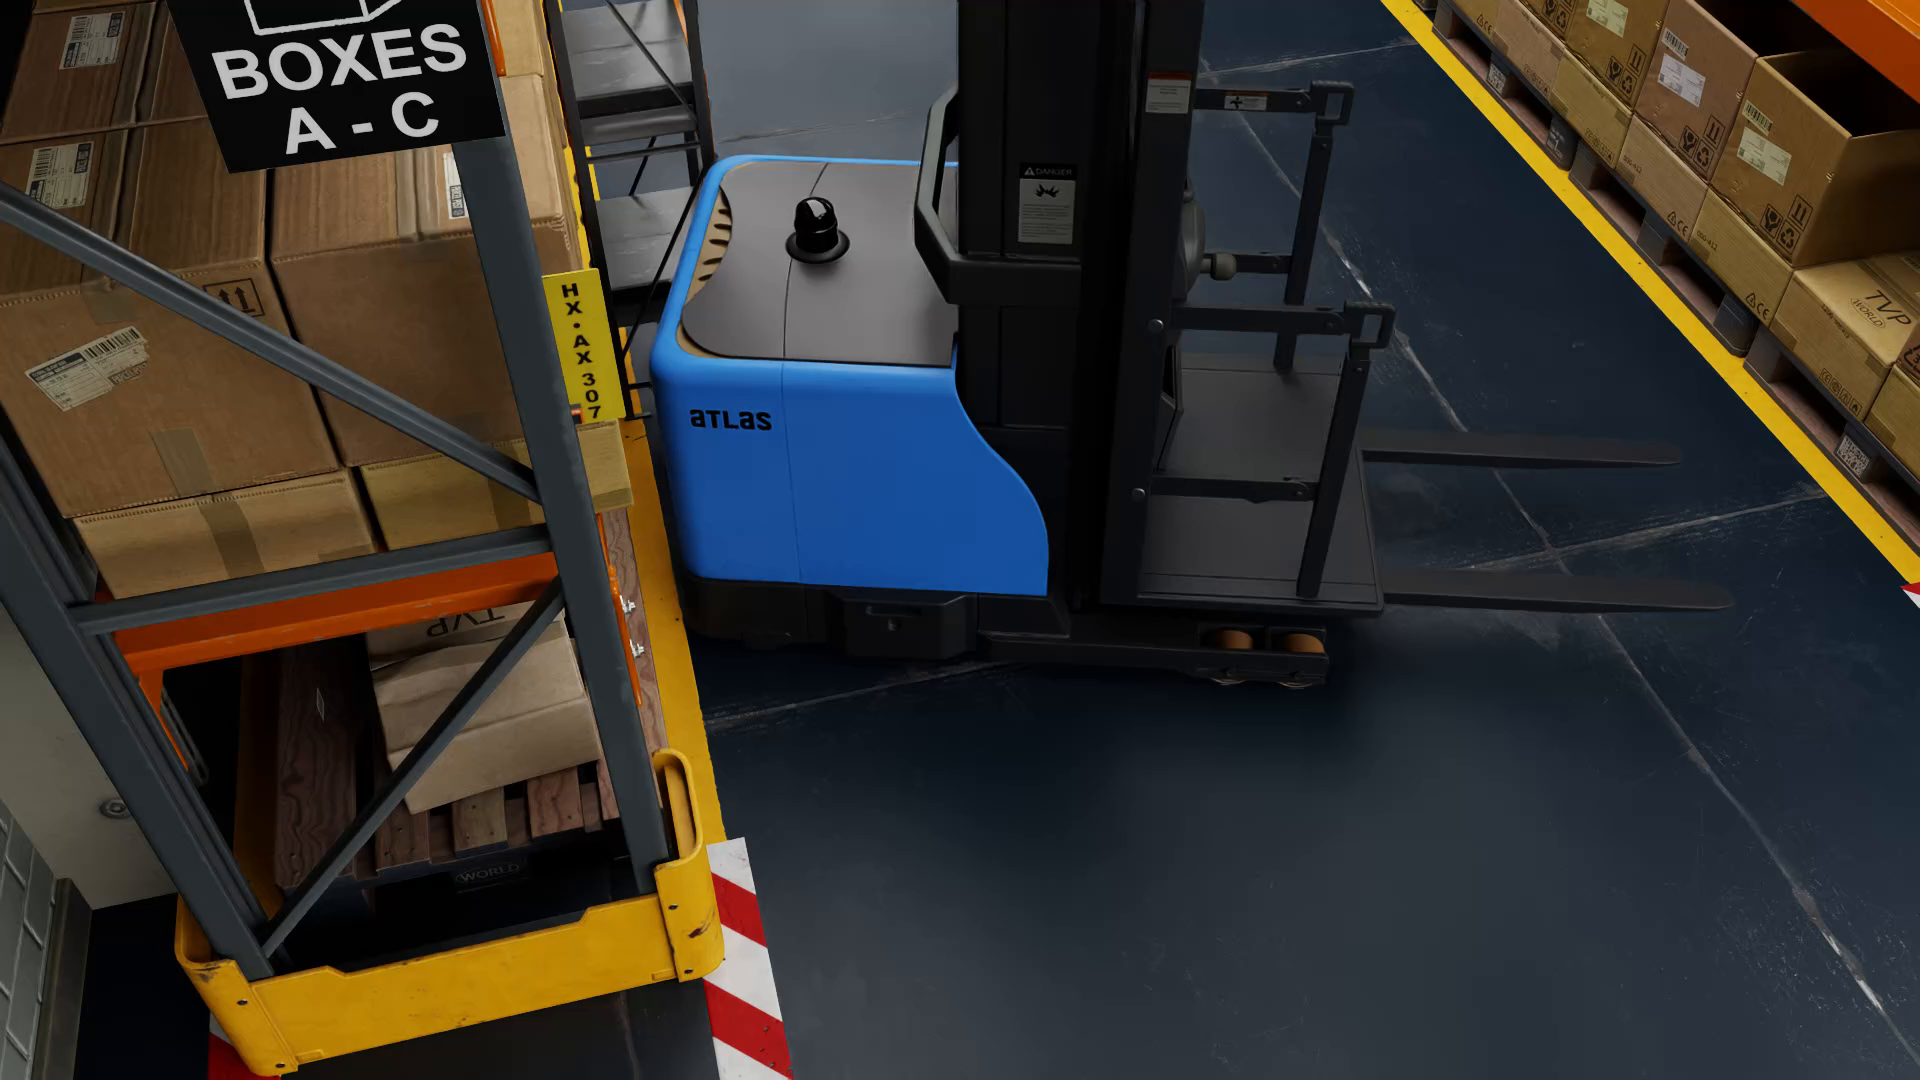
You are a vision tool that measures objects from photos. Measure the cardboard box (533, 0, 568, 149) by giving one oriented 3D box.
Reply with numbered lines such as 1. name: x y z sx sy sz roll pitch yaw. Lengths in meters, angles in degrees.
1. cardboard box: -1.247 -1.228 3.919 0.500 0.500 0.500 -12 47 -12

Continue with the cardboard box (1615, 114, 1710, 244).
1. cardboard box: 2.796 -1.368 6.121 0.500 0.250 0.500 -11 47 -10

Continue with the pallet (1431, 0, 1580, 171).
1. pallet: 2.754 -2.062 7.123 1.003 0.211 1.213 -11 47 -10

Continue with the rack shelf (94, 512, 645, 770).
1. rack shelf: -1.685 -1.054 4.687 1.077 0.370 4.000 -11 47 -10

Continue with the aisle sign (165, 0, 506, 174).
1. aisle sign: -0.864 -0.840 2.153 0.394 0.787 0.004 -11 47 -10

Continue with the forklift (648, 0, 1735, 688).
1. forklift: 0.729 -0.993 4.171 3.031 2.935 1.130 3 46 3

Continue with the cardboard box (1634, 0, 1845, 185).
1. cardboard box: 2.793 -1.630 5.853 0.500 0.500 0.500 -11 47 -10

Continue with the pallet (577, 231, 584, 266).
1. pallet: -1.991 -1.254 6.331 1.003 0.211 1.213 -11 47 -10

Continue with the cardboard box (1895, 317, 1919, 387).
1. cardboard box: 3.190 -0.596 4.840 0.500 0.500 0.500 -11 47 -10

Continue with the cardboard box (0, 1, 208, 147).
1. cardboard box: -1.618 -0.778 3.478 0.500 0.500 0.500 -10 46 -10

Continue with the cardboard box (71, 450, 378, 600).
1. cardboard box: -1.480 -0.167 3.404 0.500 0.250 0.500 -10 46 -10

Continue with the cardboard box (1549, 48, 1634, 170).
1. cardboard box: 2.663 -1.712 6.459 0.500 0.250 0.500 -11 47 -10

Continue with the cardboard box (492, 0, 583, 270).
1. cardboard box: -1.121 -0.870 3.568 0.500 0.500 0.500 -11 47 -10

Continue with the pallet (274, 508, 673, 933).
1. pallet: -1.366 0.431 4.680 1.003 0.211 1.213 -11 47 -10

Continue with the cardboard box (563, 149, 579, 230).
1. cardboard box: -1.262 -0.983 4.205 0.500 0.250 0.500 -11 47 -11

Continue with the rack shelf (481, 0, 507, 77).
1. rack shelf: -1.685 -2.104 3.615 1.077 0.370 4.000 -11 47 -10

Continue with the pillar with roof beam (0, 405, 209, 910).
1. pillar with roof beam: 1.973 -3.137 2.024 9.100 9.000 0.400 -11 47 -10

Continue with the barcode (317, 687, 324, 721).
1. barcode: -1.654 0.425 4.301 0.001 0.075 0.075 -11 47 -10

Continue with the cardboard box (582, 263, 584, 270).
1. cardboard box: -1.137 -0.631 3.859 0.500 0.250 0.500 -12 47 -12

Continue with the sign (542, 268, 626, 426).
1. sign: -0.648 -0.328 2.865 0.100 0.325 0.005 -11 47 -10

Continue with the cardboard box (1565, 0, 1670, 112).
1. cardboard box: 2.663 -1.974 6.191 0.500 0.500 0.500 -11 47 -10

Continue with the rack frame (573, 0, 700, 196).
1. rack frame: -1.061 -1.492 5.203 0.400 2.100 0.015 -11 50 -11

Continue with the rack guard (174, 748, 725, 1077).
1. rack guard: -1.192 0.897 4.021 1.175 0.500 0.348 -11 47 -10

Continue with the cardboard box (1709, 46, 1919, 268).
1. cardboard box: 2.920 -1.284 5.514 0.500 0.500 0.500 -11 47 -10

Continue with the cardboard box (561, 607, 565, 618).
1. cardboard box: -1.409 -0.026 4.750 0.500 0.311 0.500 -7 46 -7

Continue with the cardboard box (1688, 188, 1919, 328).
1. cardboard box: 2.923 -1.022 5.783 0.500 0.250 0.500 -11 47 -10

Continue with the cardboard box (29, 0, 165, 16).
1. cardboard box: -1.755 -1.134 3.827 0.500 0.500 0.500 -12 47 -11

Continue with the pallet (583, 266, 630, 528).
1. pallet: -1.675 -0.410 5.504 1.003 0.211 1.213 -11 47 -10

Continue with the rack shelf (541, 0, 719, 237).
1. rack shelf: -0.995 -1.306 5.060 0.431 0.518 0.480 -11 50 -11

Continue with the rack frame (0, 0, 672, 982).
1. rack frame: -1.173 0.075 3.076 1.000 3.000 0.127 -11 47 -10

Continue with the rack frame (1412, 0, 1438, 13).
1. rack frame: 2.591 -3.595 6.673 1.000 3.000 0.127 -11 47 -10

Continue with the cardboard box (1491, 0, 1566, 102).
1. cardboard box: 2.540 -2.058 6.798 0.500 0.250 0.500 -11 47 -10

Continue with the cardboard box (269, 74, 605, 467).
1. cardboard box: -1.004 -0.527 3.232 0.500 0.500 0.500 -11 47 -10

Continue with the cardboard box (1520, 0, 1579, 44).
1. cardboard box: 2.543 -2.321 6.531 0.500 0.500 0.500 -11 47 -10

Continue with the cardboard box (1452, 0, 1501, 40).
1. cardboard box: 2.417 -2.404 7.137 0.500 0.250 0.500 -11 47 -10

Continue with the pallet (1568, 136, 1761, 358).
1. pallet: 3.070 -1.219 6.296 1.003 0.211 1.213 -11 47 -10

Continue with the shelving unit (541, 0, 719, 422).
1. shelving unit: -0.995 -1.315 5.049 0.431 2.100 0.503 -11 50 -11

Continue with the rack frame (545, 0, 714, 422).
1. rack frame: -0.929 -1.137 4.895 0.400 2.100 0.015 -11 50 -11

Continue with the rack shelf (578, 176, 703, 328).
1. rack shelf: -1.006 -0.845 5.586 0.431 0.518 0.480 -11 50 -11

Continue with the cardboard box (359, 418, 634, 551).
1. cardboard box: -0.991 -0.275 3.510 0.500 0.250 0.500 -12 47 -11

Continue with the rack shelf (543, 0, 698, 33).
1. rack shelf: -0.984 -1.766 4.533 0.431 0.518 0.480 -11 50 -11

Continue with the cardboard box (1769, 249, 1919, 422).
1. cardboard box: 3.052 -0.677 5.445 0.500 0.250 0.500 -11 47 -10

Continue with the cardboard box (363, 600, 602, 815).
1. cardboard box: -1.263 0.368 4.364 0.500 0.311 0.500 -16 48 -15

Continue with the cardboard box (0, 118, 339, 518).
1. cardboard box: -1.499 -0.429 3.136 0.500 0.500 0.500 -11 47 -11

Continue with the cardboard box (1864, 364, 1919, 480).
1. cardboard box: 3.192 -0.334 5.109 0.500 0.250 0.500 -11 47 -10

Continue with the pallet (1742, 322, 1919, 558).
1. pallet: 3.379 -0.378 5.472 1.003 0.211 1.213 -11 47 -10
